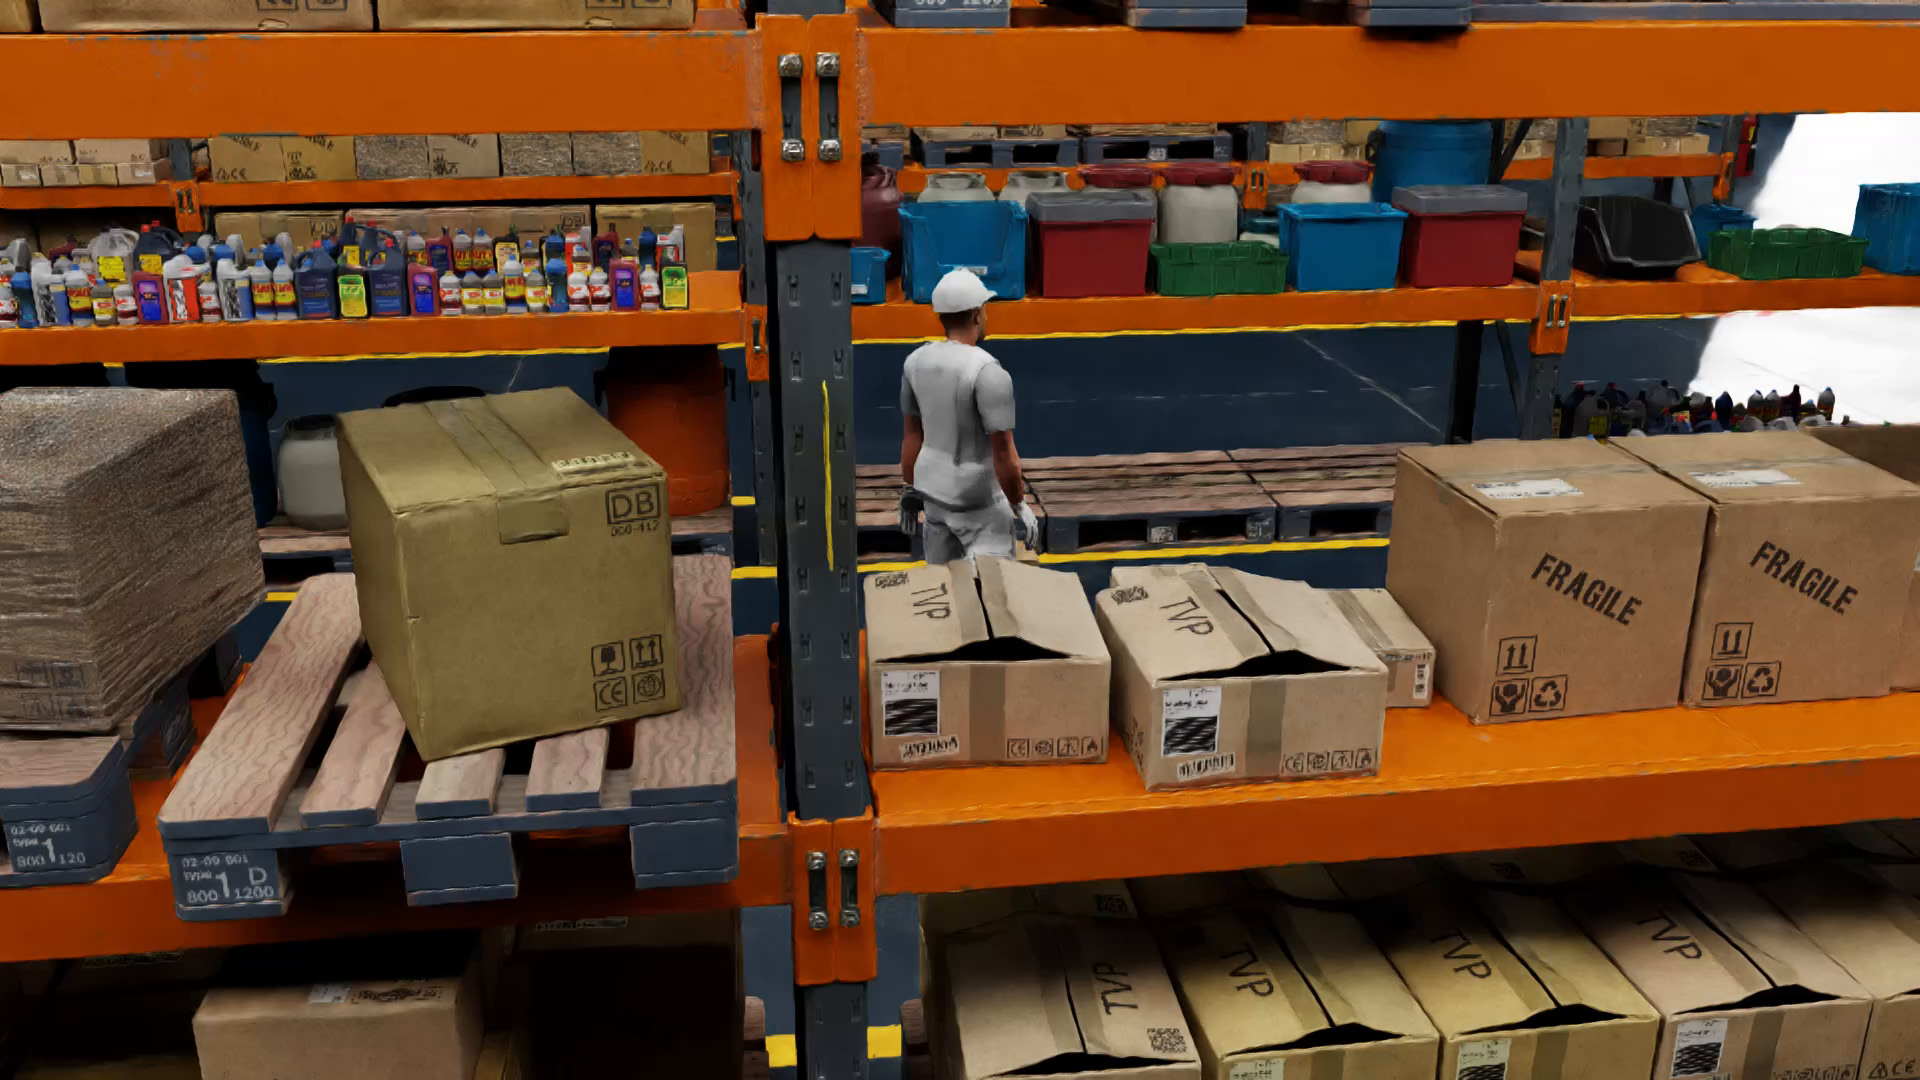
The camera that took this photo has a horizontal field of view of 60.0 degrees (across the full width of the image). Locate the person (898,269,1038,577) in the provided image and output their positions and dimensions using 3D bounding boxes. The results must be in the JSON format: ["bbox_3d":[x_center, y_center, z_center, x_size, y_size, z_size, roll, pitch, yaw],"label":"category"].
[{"bbox_3d":[0.036,-0.118,6.367,0.482,1.784,0.735,-17,26,-38],"label":"person"}]
